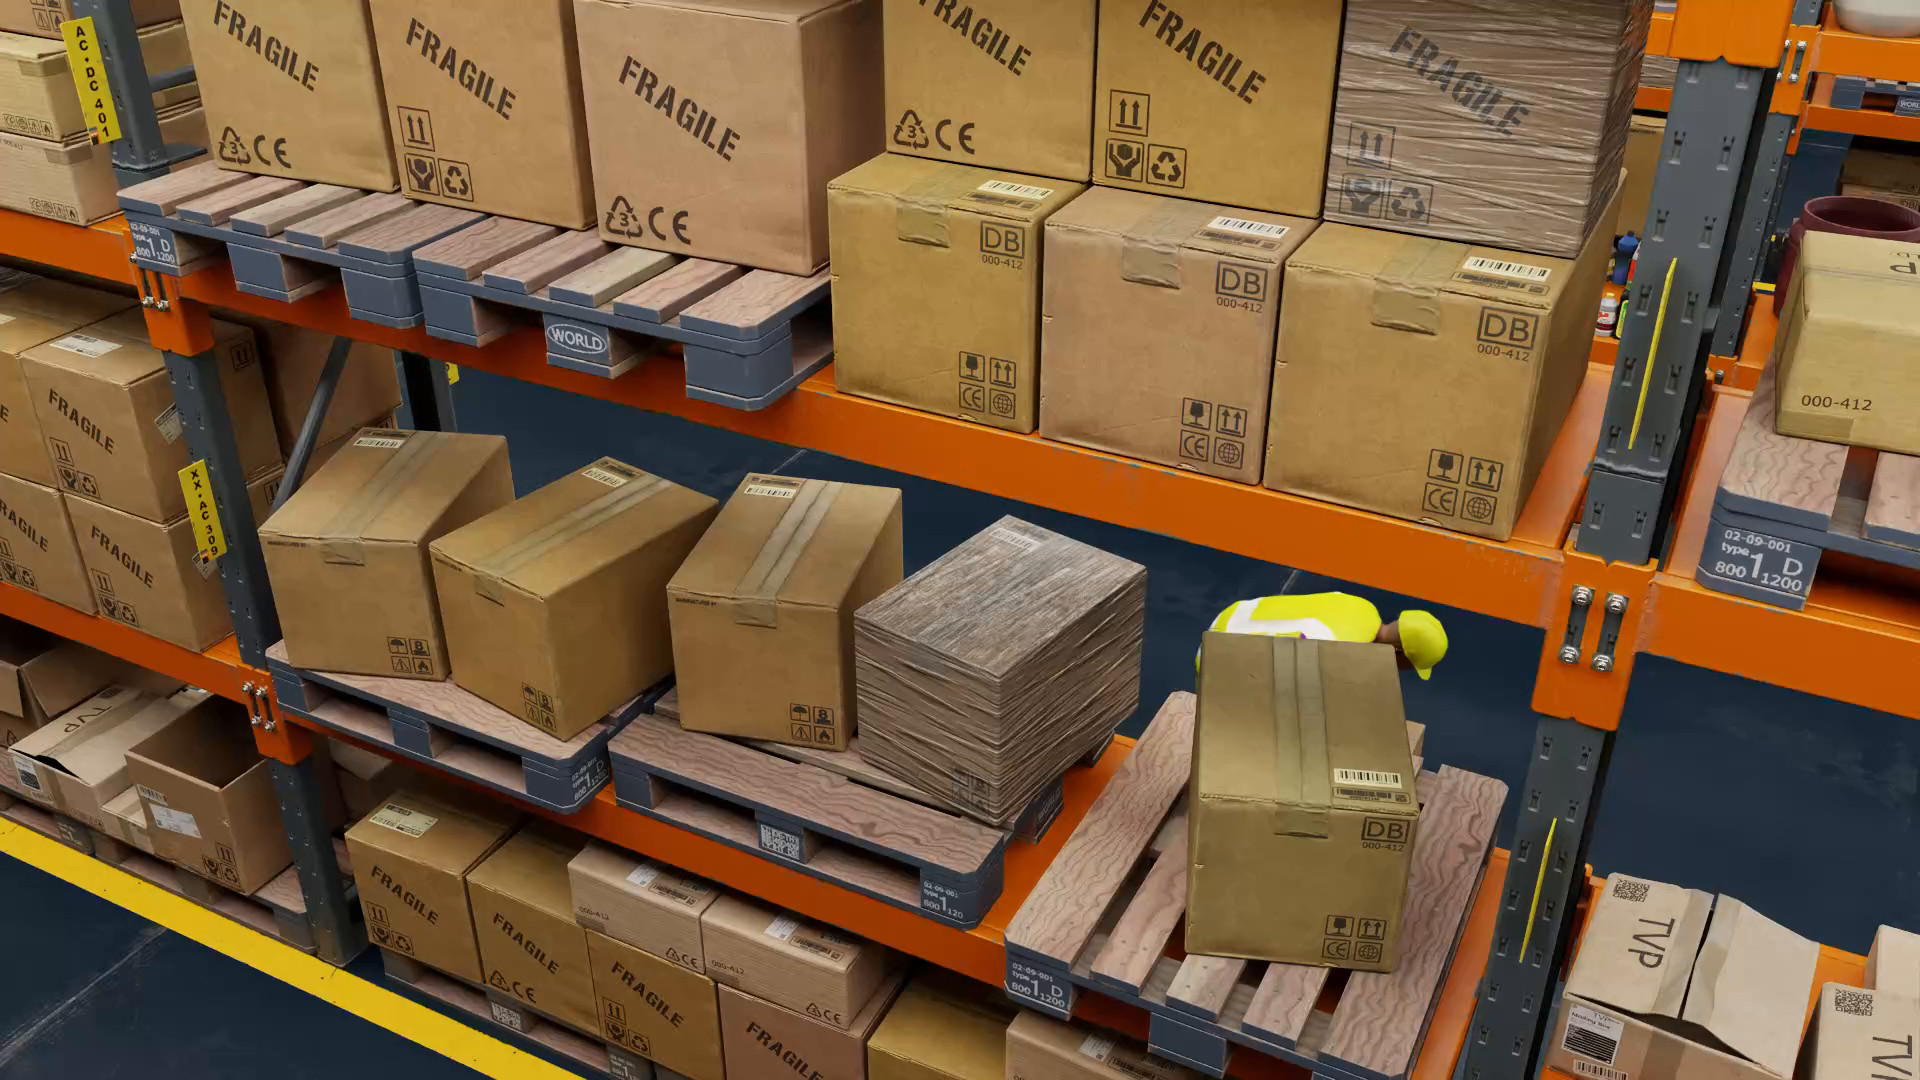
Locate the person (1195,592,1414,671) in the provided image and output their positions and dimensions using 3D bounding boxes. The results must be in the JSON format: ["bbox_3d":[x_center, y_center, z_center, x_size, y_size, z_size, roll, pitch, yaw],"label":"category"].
[{"bbox_3d":[1.420,0.655,6.752,0.919,0.985,0.523,13,32,21],"label":"person"}]
